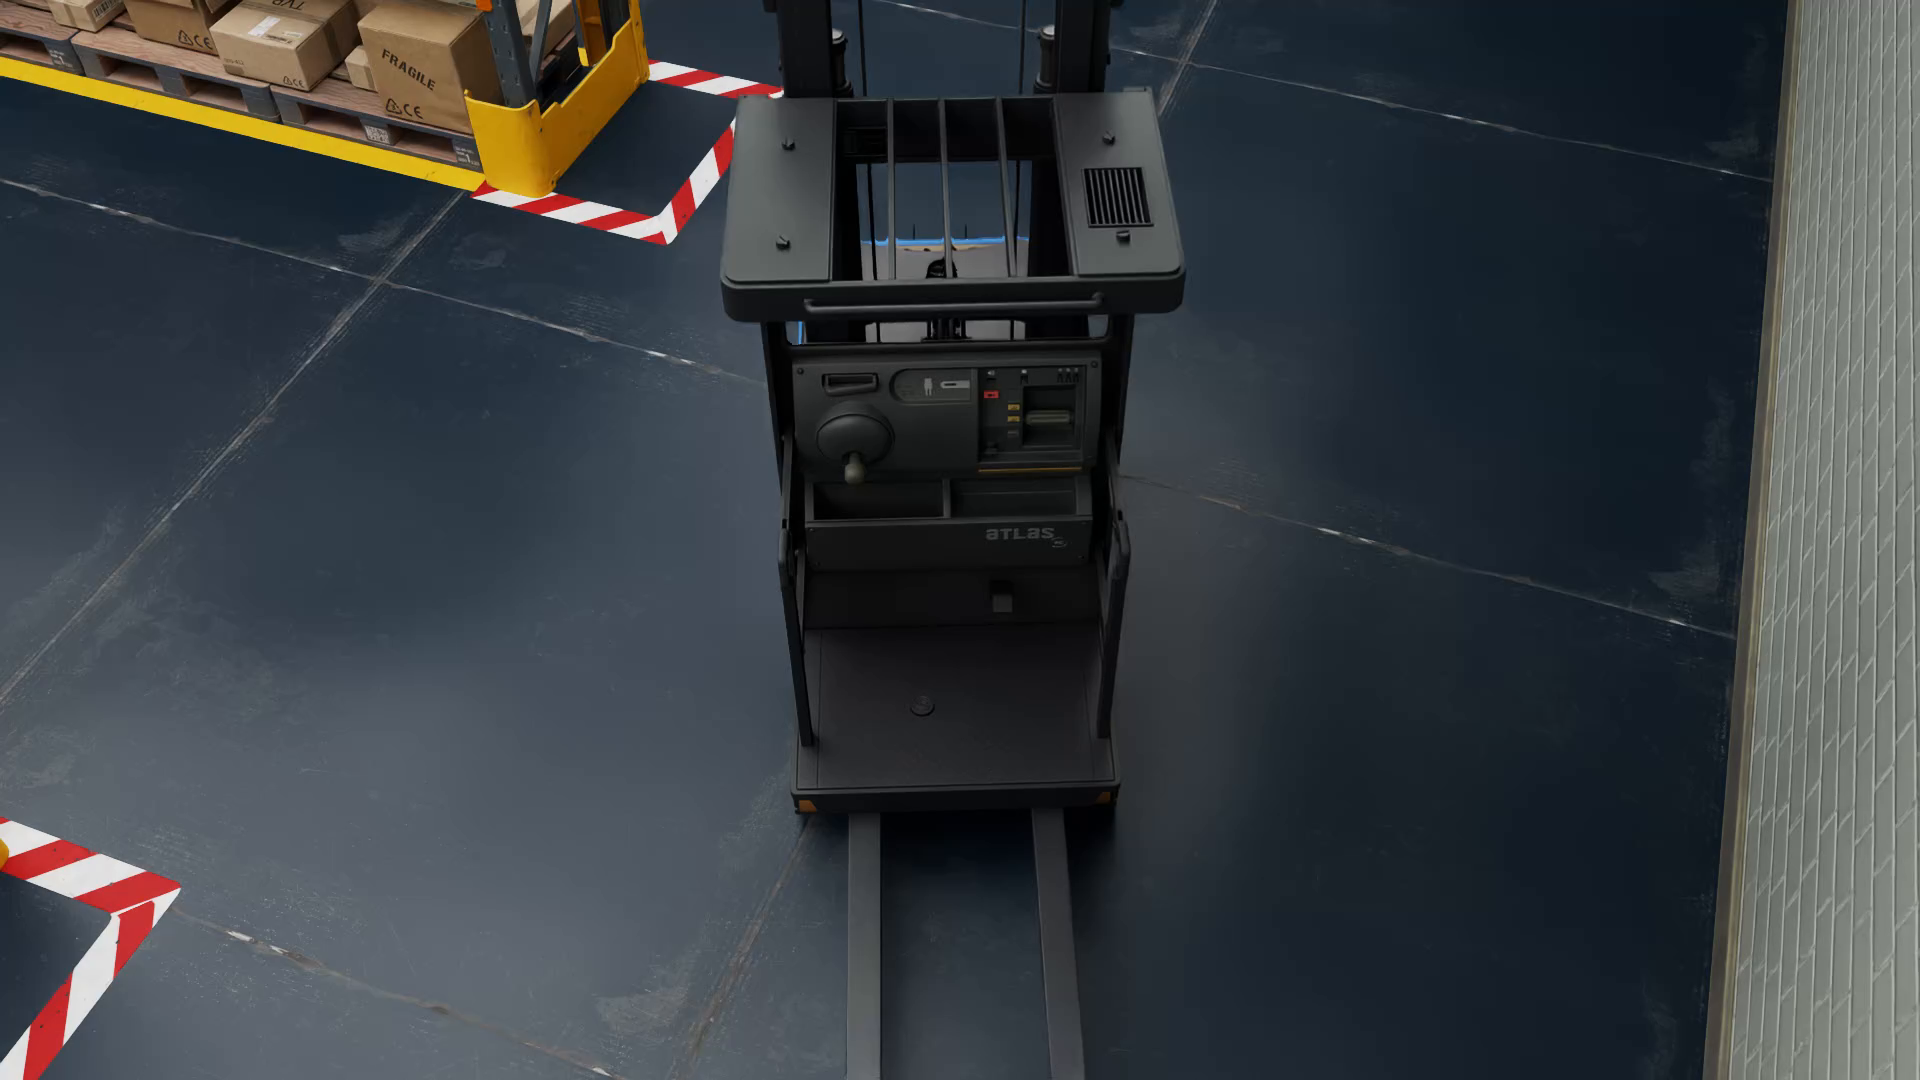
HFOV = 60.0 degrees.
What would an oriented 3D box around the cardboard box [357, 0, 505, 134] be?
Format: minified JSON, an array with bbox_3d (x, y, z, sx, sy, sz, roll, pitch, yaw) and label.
[{"bbox_3d":[-2.495,-2.356,8.036,0.500,0.500,0.500,16,51,13],"label":"cardboard box"}]

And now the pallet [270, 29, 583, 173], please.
[{"bbox_3d":[-2.720,-2.377,8.538,1.213,0.211,1.003,16,51,13],"label":"pallet"}]

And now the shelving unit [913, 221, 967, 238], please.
[{"bbox_3d":[-0.076,-0.860,6.766,0.210,0.900,0.258,-1,49,-1],"label":"shelving unit"}]

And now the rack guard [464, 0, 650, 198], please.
[{"bbox_3d":[-1.971,-2.264,8.248,0.348,0.500,1.175,16,51,13],"label":"rack guard"}]

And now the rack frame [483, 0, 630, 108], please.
[{"bbox_3d":[-1.900,-3.063,7.286,0.127,3.000,1.000,16,51,13],"label":"rack frame"}]

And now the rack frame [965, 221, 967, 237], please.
[{"bbox_3d":[0.026,-0.863,6.768,0.006,0.900,0.240,-1,49,-1],"label":"rack frame"}]

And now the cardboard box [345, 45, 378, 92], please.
[{"bbox_3d":[-2.844,-2.416,8.310,0.250,0.166,0.380,16,51,13],"label":"cardboard box"}]

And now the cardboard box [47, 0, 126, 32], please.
[{"bbox_3d":[-4.519,-2.844,8.680,0.250,0.166,0.380,16,51,13],"label":"cardboard box"}]

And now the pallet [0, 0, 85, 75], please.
[{"bbox_3d":[-5.008,-3.016,9.091,1.213,0.211,1.003,16,51,13],"label":"pallet"}]

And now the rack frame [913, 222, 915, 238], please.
[{"bbox_3d":[-0.177,-0.858,6.764,0.006,0.900,0.240,-1,49,-1],"label":"rack frame"}]

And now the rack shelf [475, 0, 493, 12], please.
[{"bbox_3d":[-3.776,-3.351,8.012,4.000,0.370,1.077,16,51,13],"label":"rack shelf"}]

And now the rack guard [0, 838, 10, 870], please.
[{"bbox_3d":[-3.593,1.263,5.191,0.348,0.500,1.175,16,51,13],"label":"rack guard"}]

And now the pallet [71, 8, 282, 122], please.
[{"bbox_3d":[-3.860,-2.698,8.815,1.213,0.211,1.003,16,51,13],"label":"pallet"}]

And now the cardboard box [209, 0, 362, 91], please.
[{"bbox_3d":[-3.376,-2.544,8.365,0.500,0.250,0.500,16,51,13],"label":"cardboard box"}]

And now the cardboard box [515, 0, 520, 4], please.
[{"bbox_3d":[-2.408,-2.698,8.553,0.250,0.166,0.380,16,51,13],"label":"cardboard box"}]

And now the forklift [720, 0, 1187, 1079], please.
[{"bbox_3d":[-0.027,-0.269,4.910,1.130,2.935,3.031,-1,49,-1],"label":"forklift"}]

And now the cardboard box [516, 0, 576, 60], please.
[{"bbox_3d":[-2.174,-2.626,8.503,0.250,0.149,0.380,16,51,13],"label":"cardboard box"}]

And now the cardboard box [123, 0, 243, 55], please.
[{"bbox_3d":[-3.888,-2.948,8.548,0.637,0.503,0.797,16,51,13],"label":"cardboard box"}]

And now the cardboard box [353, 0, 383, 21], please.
[{"bbox_3d":[-2.781,-2.781,8.570,0.500,0.250,0.500,16,51,13],"label":"cardboard box"}]
